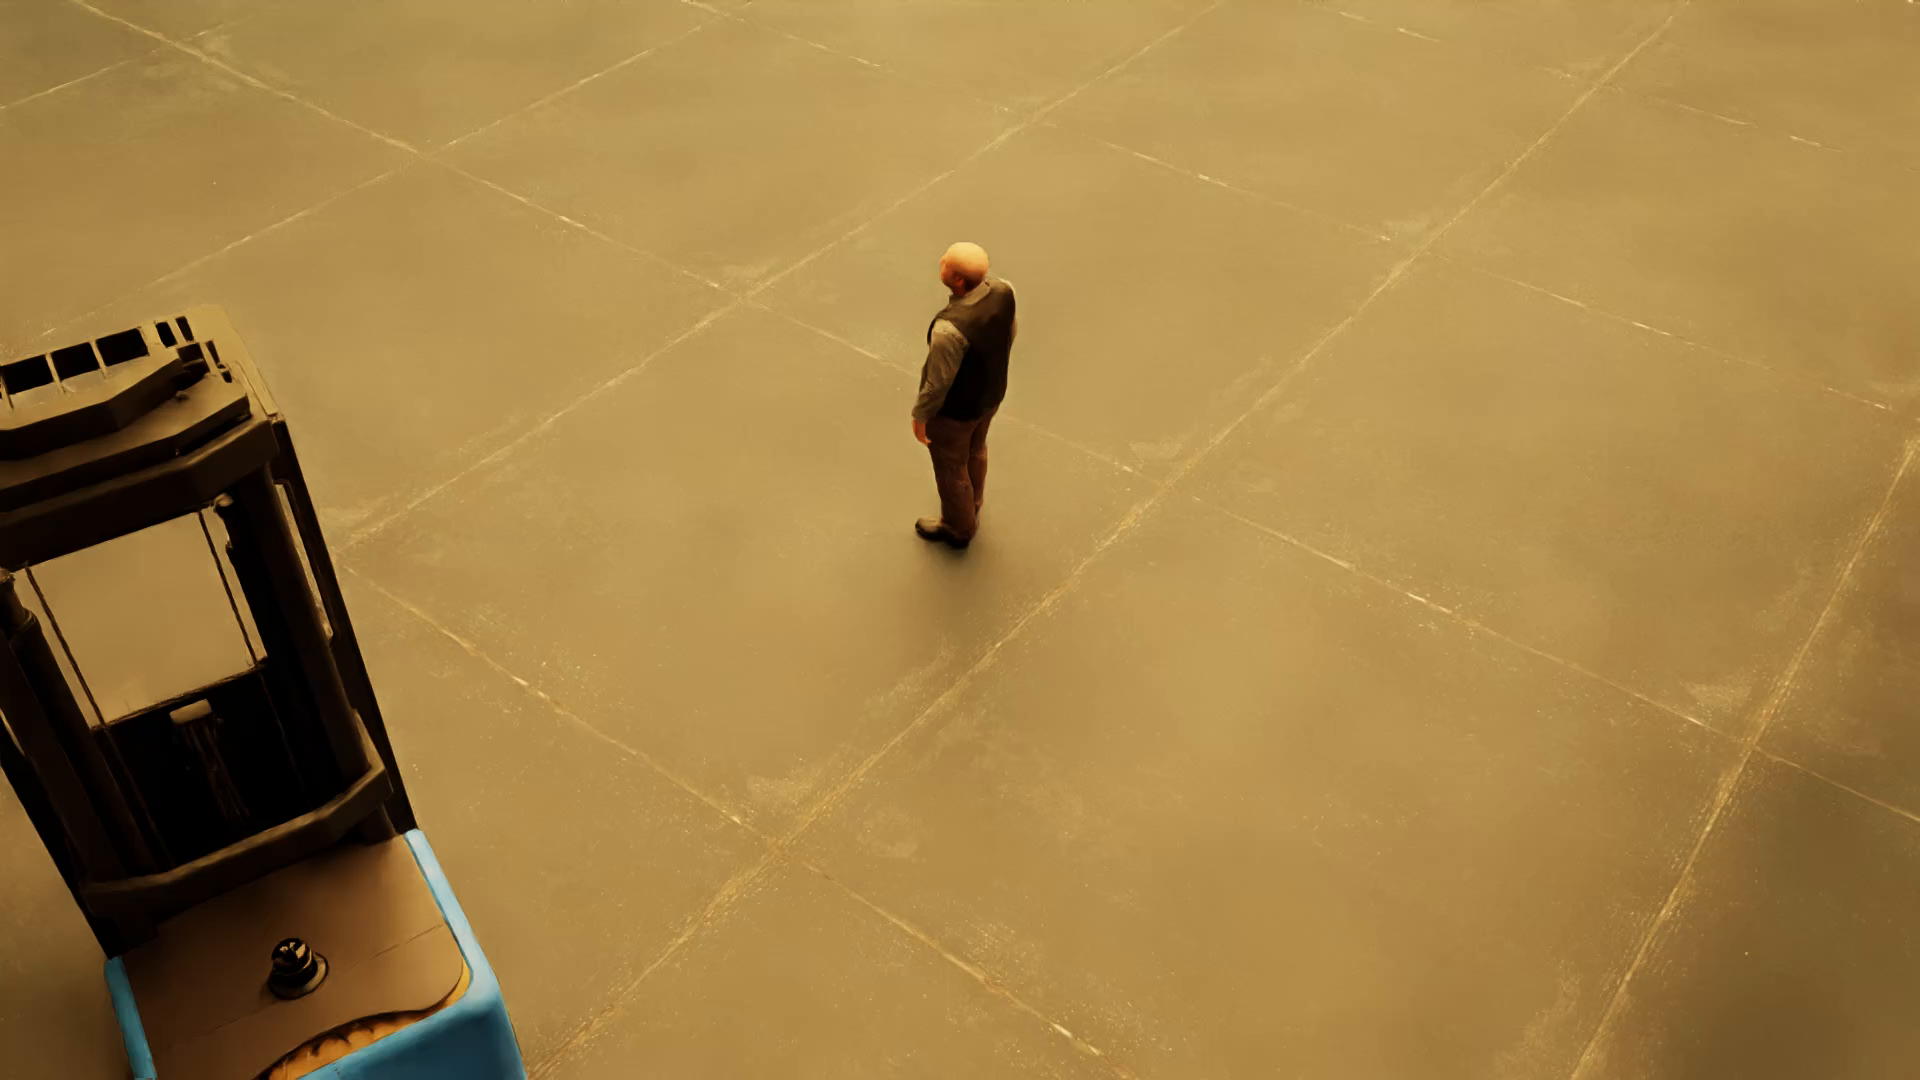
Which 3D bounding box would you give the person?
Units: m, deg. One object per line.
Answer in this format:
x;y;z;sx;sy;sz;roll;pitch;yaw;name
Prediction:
-0.045;-0.689;7.804;0.567;1.720;0.632;26;47;28;person

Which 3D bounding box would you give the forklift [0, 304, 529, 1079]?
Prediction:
-2.618;0.442;5.555;1.130;2.935;3.031;-23;45;-24;forklift
